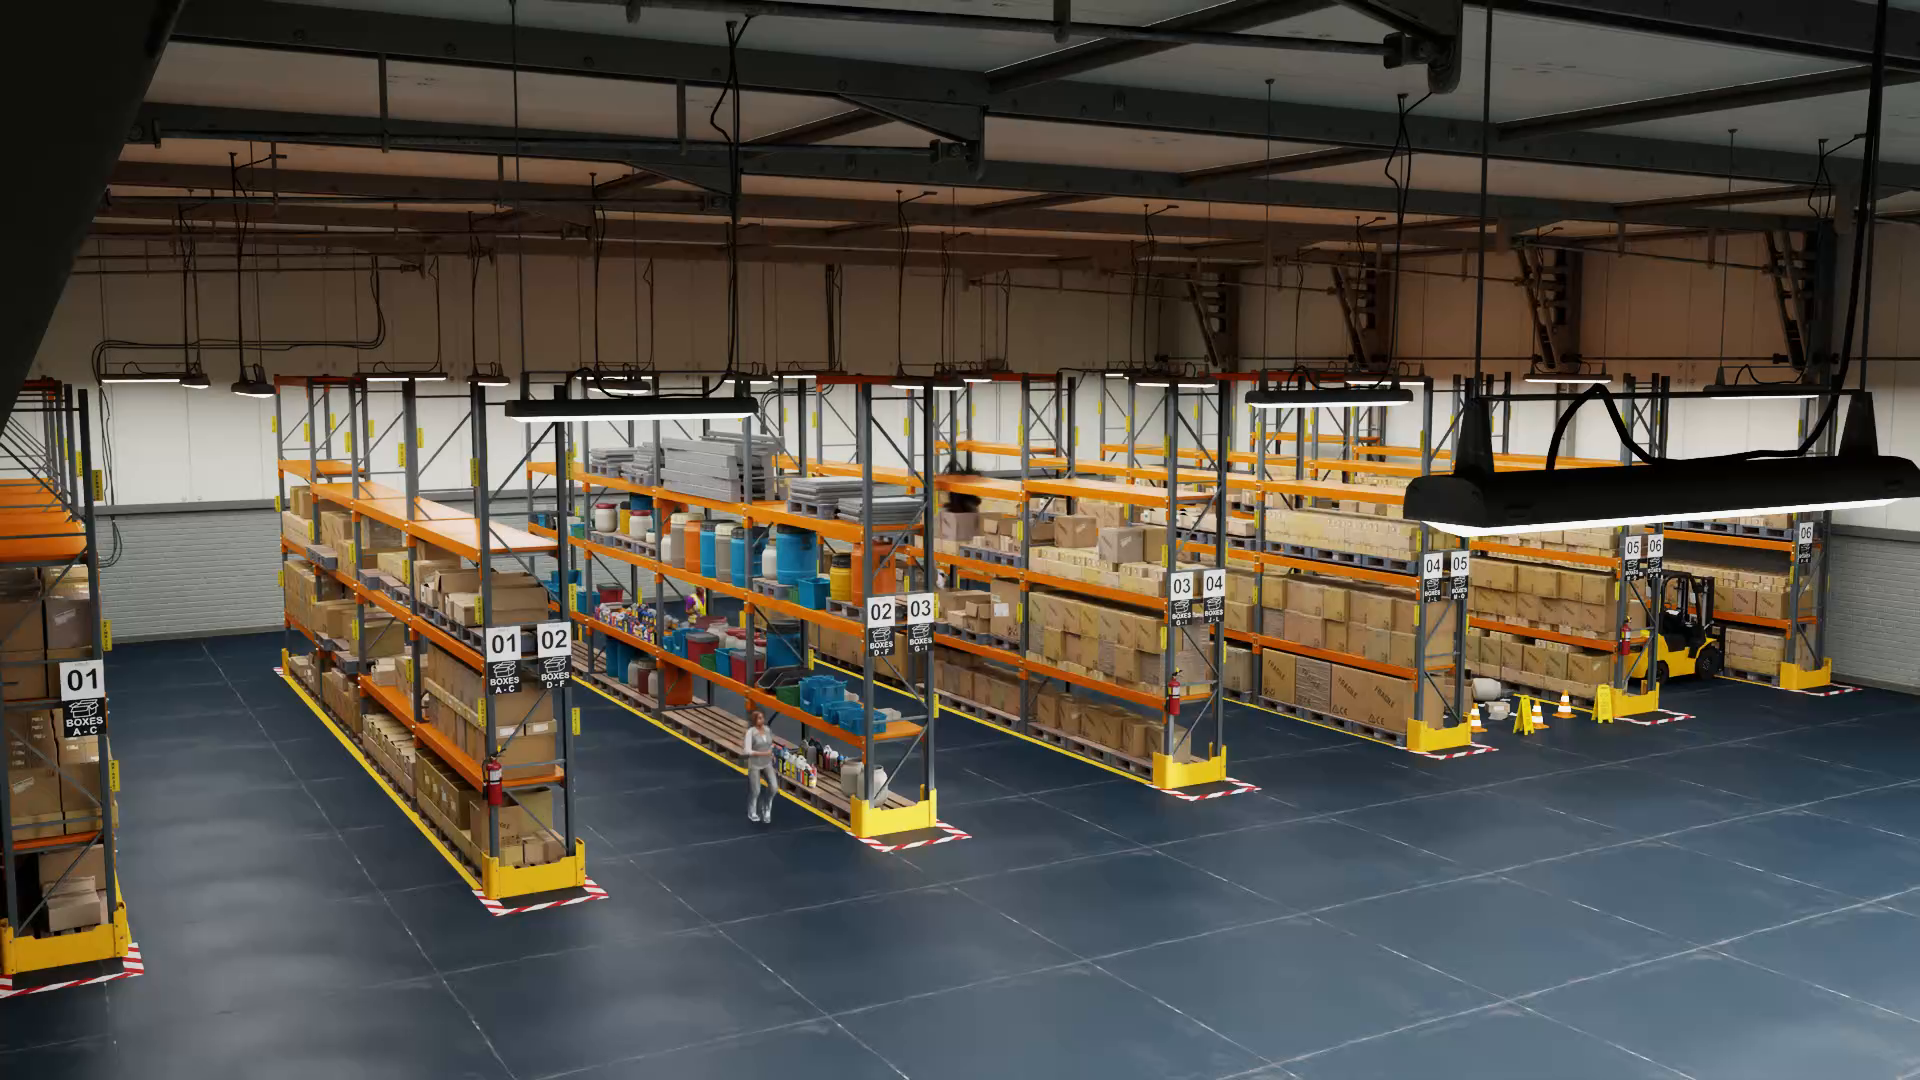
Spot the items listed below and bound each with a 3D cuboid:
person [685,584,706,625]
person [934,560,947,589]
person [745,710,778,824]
[{"bbox_3d":[-5.375,1.704,34.150,0.665,1.766,0.968,-5,8,-38],"label":"person"},{"bbox_3d":[-0.596,1.282,38.055,0.671,1.815,0.929,-2,7,-22],"label":"person"},{"bbox_3d":[-2.682,3.082,22.498,0.510,1.564,0.644,-4,8,-34],"label":"person"}]
